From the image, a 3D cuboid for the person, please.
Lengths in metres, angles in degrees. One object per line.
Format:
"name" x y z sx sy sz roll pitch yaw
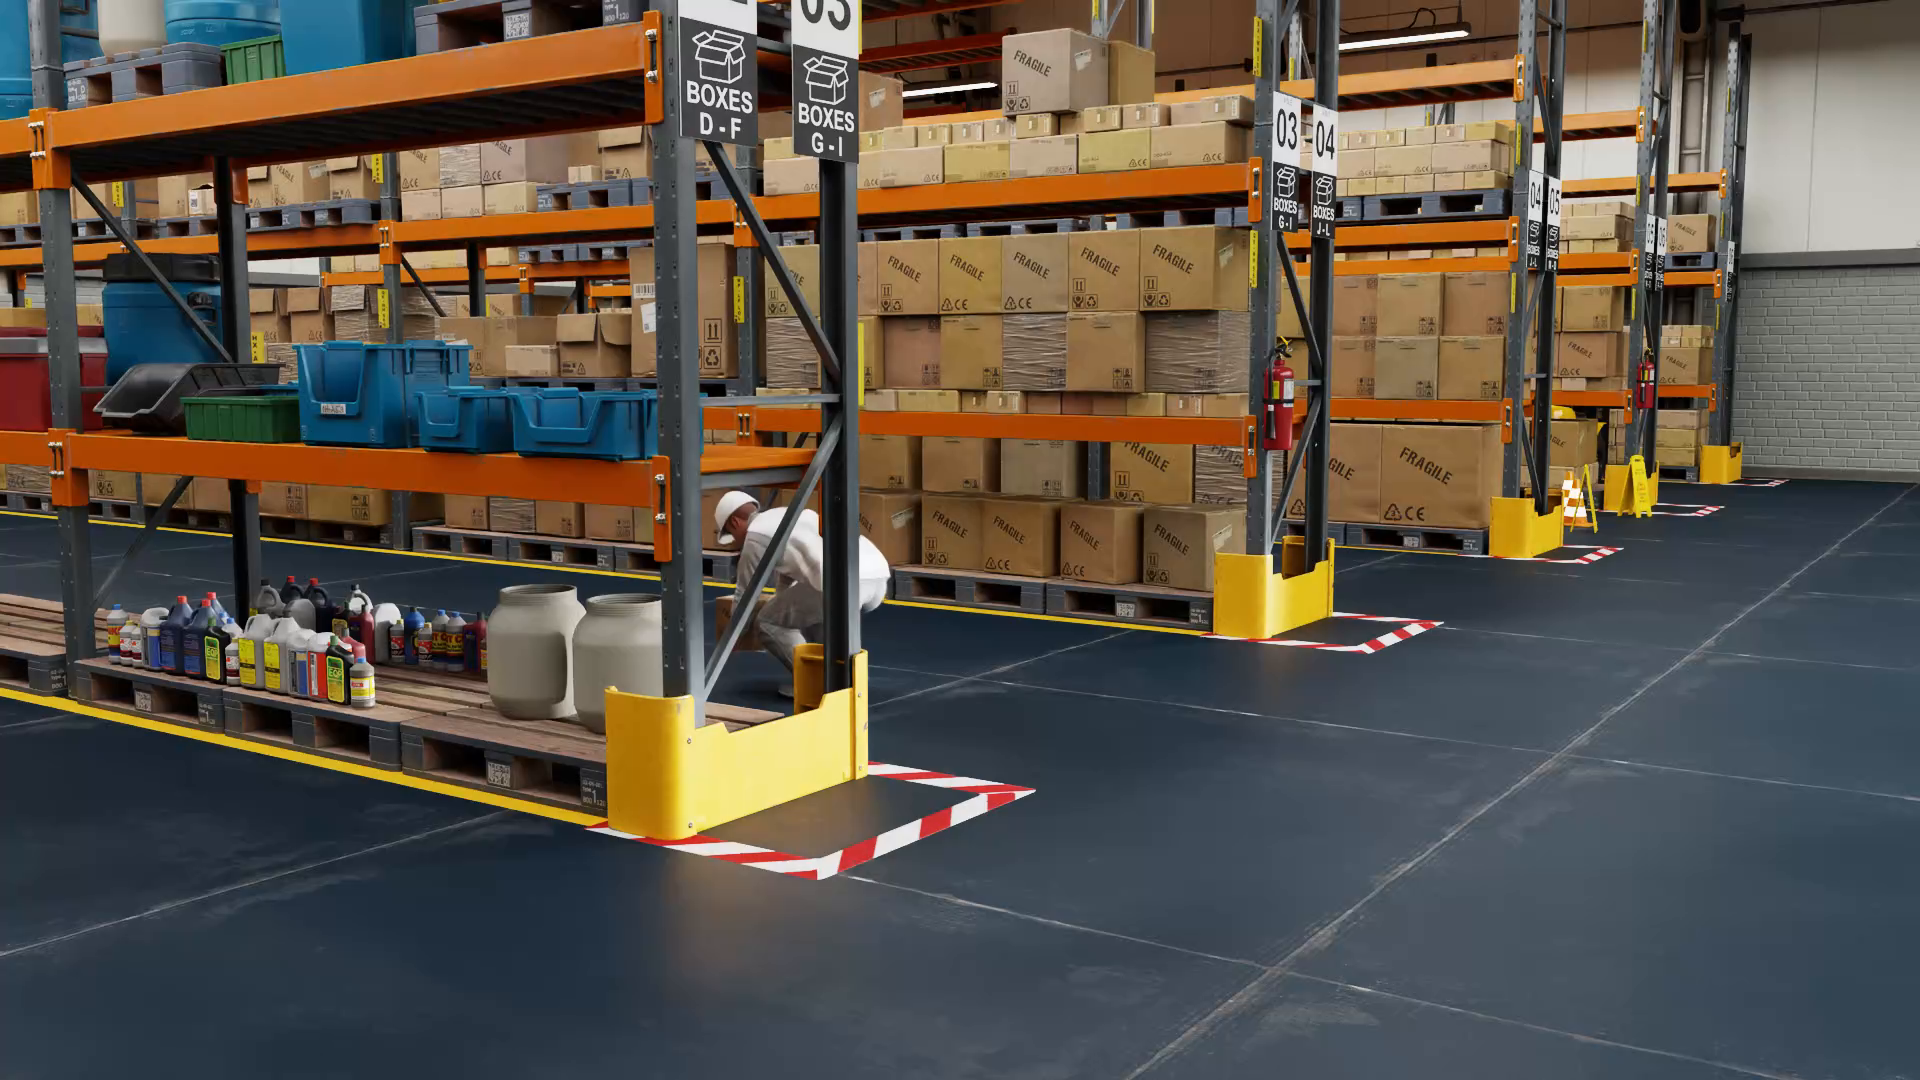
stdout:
"person" -0.812 0.267 8.314 0.943 0.996 0.511 4 7 32
